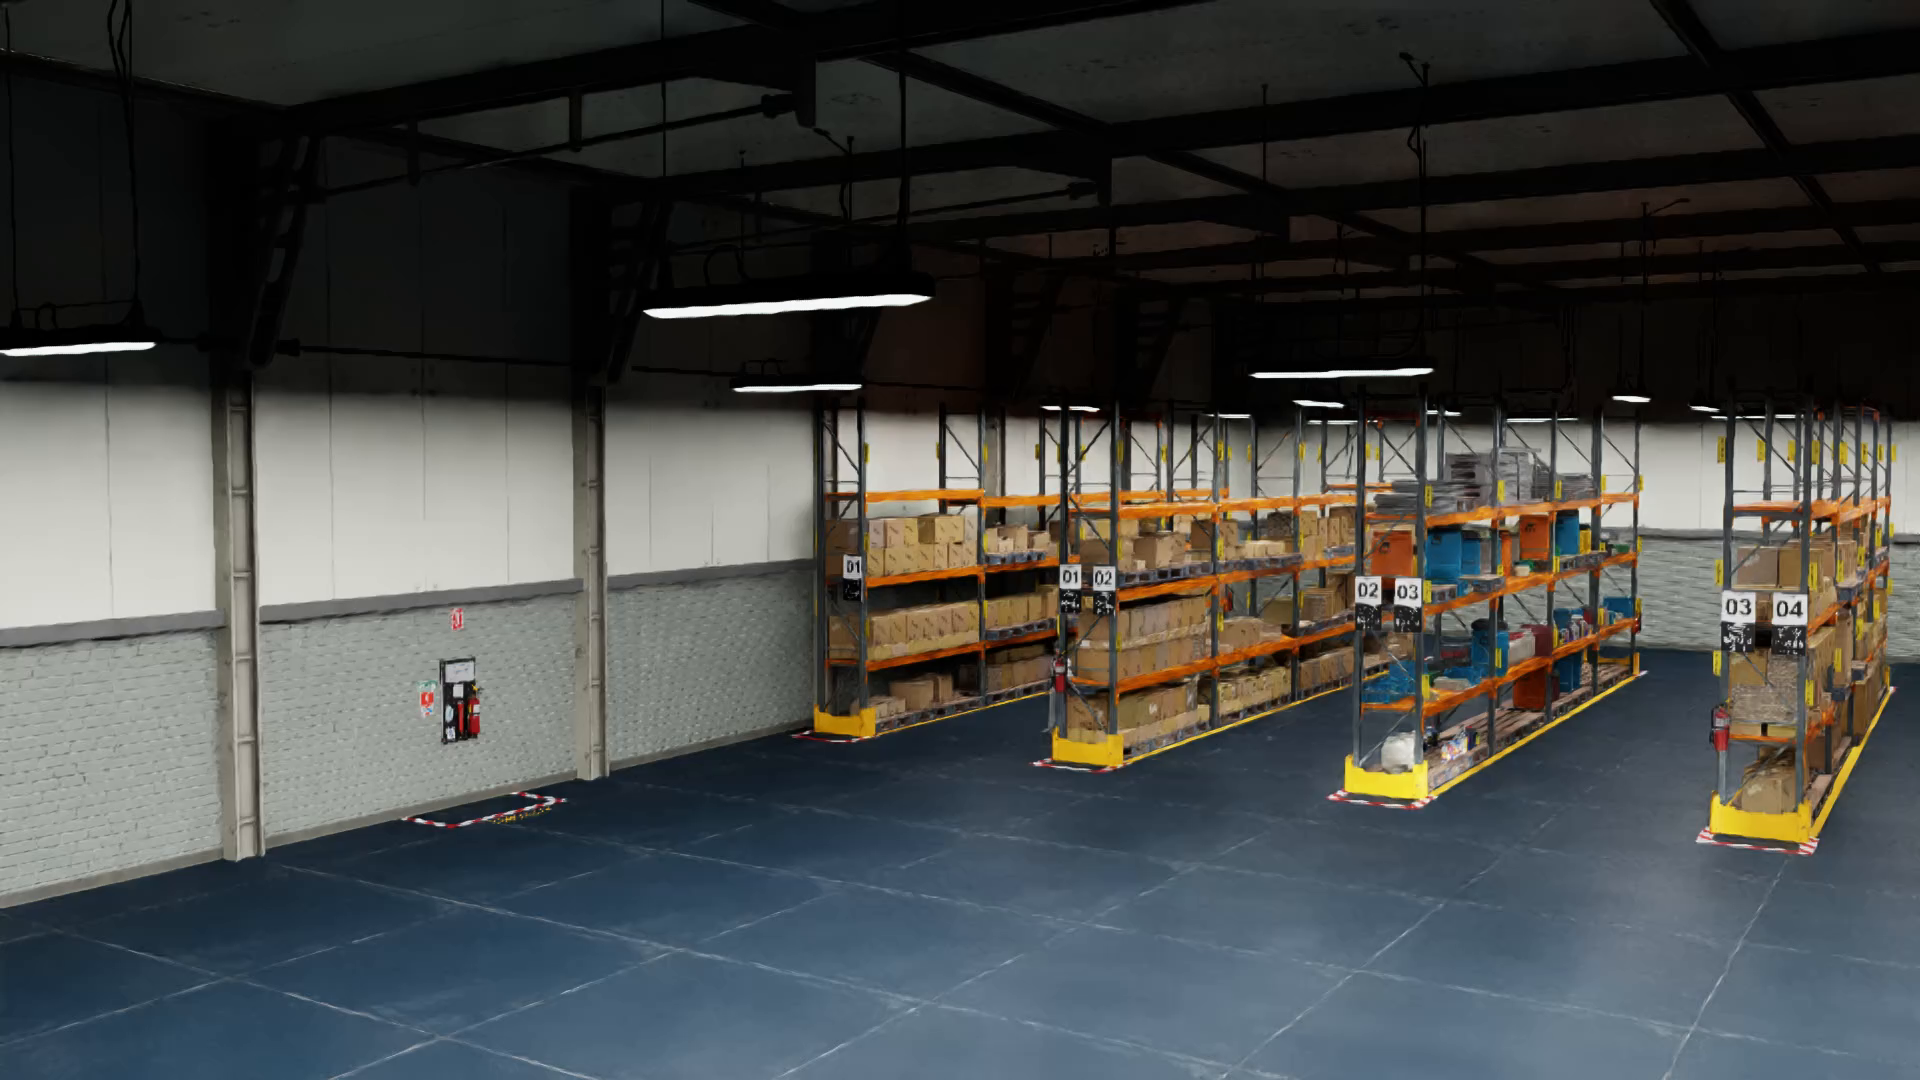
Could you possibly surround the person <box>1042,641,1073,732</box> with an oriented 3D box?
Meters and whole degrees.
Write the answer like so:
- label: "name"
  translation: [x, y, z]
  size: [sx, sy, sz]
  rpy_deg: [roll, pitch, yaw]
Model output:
- label: "person"
  translation: [1.821, 2.617, 29.828]
  size: [0.502, 1.621, 0.997]
  rpy_deg: [2, 4, 31]
